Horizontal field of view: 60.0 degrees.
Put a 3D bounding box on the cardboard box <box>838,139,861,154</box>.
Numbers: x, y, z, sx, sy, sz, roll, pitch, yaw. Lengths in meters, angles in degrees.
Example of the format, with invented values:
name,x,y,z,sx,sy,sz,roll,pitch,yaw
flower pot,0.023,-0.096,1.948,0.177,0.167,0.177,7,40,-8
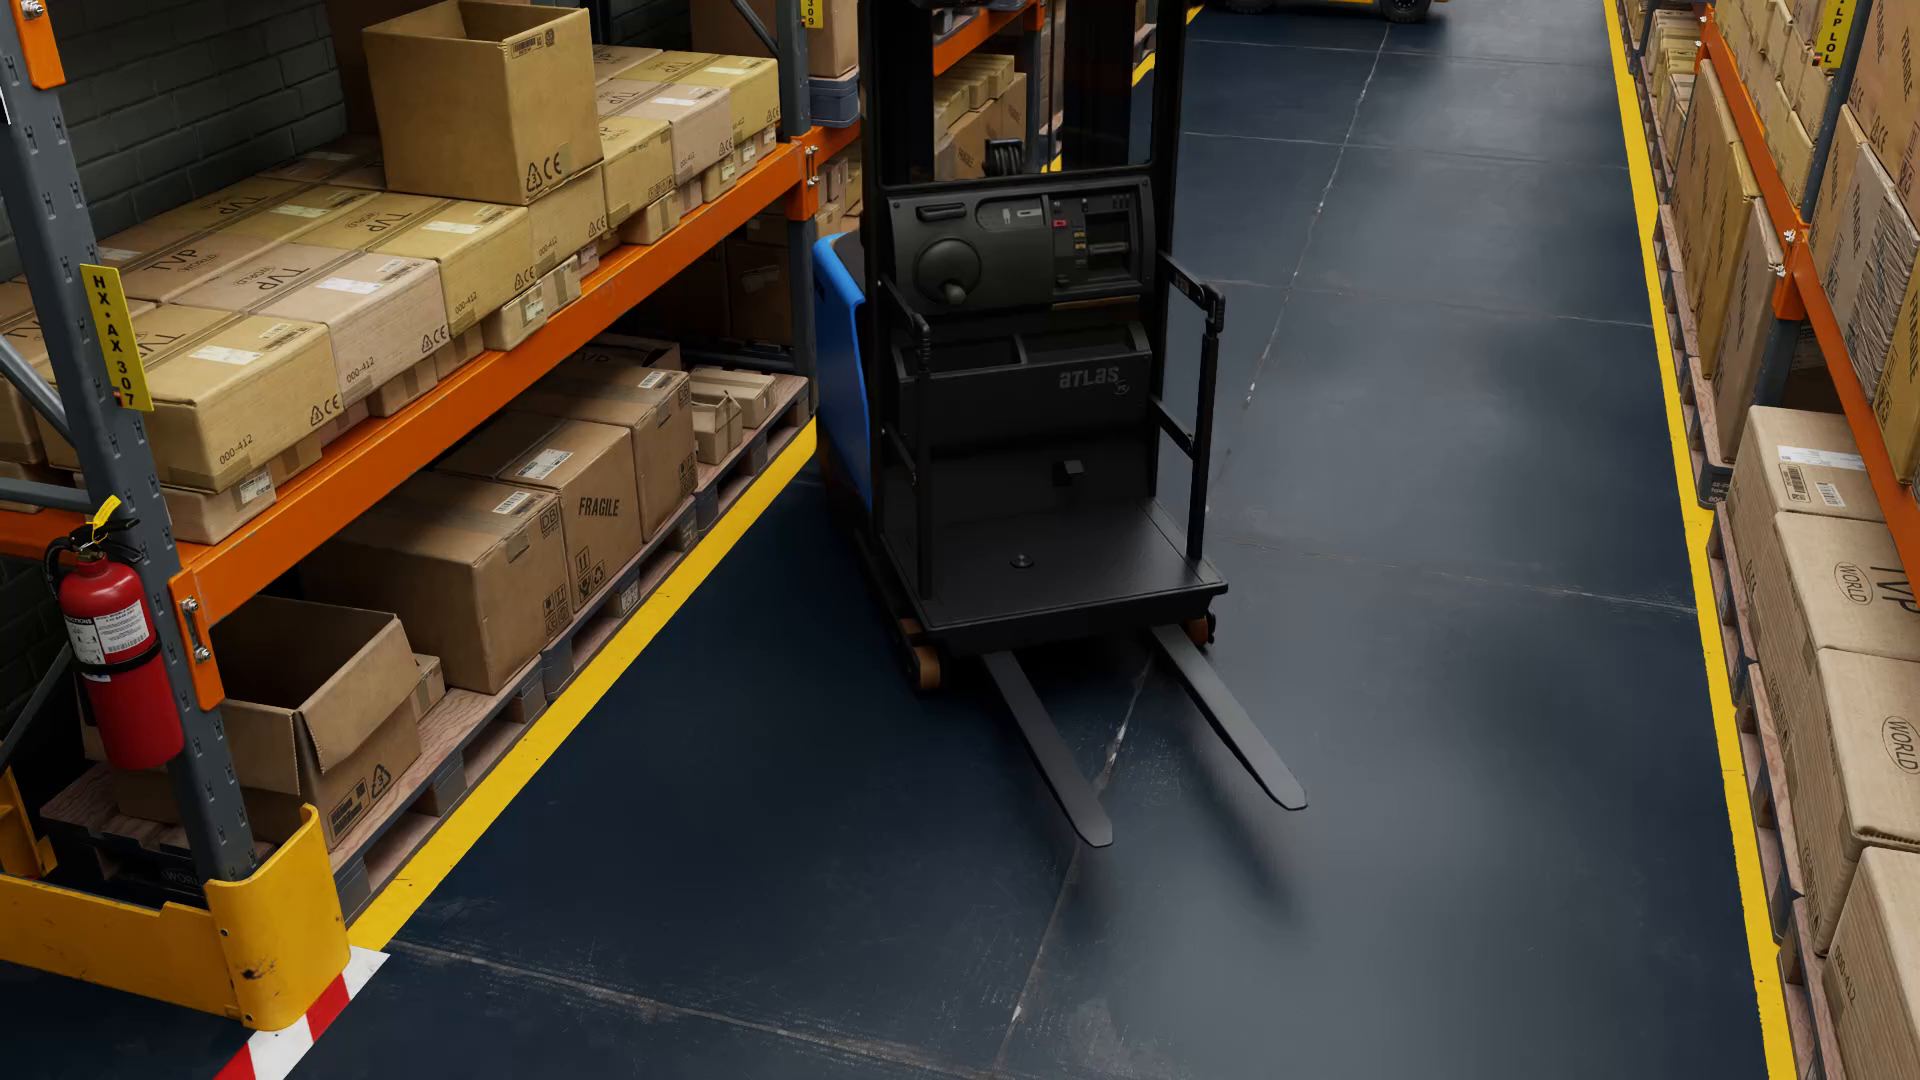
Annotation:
name,x,y,z,sx,sy,sz,roll,pitch,yaw
cardboard box,-0.535,-1.990,8.714,0.380,0.149,0.250,8,30,15

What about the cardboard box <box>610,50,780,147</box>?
name,x,y,z,sx,sy,sz,roll,pitch,yaw
cardboard box,-1.059,-1.779,6.711,0.500,0.250,0.500,9,30,16

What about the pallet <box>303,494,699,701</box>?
name,x,y,z,sx,sy,sz,roll,pitch,yaw
pallet,-1.702,0.120,6.317,1.003,0.211,1.213,8,30,15

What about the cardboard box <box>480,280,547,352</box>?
name,x,y,z,sx,sy,sz,roll,pitch,yaw
cardboard box,-1.533,-0.723,5.222,0.380,0.149,0.250,8,30,13

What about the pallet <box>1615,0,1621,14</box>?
name,x,y,z,sx,sy,sz,roll,pitch,yaw
pallet,6.831,-5.230,15.934,1.003,0.211,1.213,8,30,15

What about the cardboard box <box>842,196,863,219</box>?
name,x,y,z,sx,sy,sz,roll,pitch,yaw
cardboard box,-0.639,-1.519,8.534,0.500,0.500,0.500,8,30,14

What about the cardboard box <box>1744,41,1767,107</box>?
name,x,y,z,sx,sy,sz,roll,pitch,yaw
cardboard box,3.958,-2.167,7.715,0.500,0.250,0.500,8,30,15

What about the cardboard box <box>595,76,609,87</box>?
name,x,y,z,sx,sy,sz,roll,pitch,yaw
cardboard box,-1.687,-1.625,6.434,0.500,0.250,0.500,8,30,14

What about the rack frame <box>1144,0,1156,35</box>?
name,x,y,z,sx,sy,sz,roll,pitch,yaw
rack frame,1.205,-5.704,13.918,1.000,3.000,0.127,8,30,15

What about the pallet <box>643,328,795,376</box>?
name,x,y,z,sx,sy,sz,roll,pitch,yaw
pallet,-0.941,-1.151,8.602,1.003,0.211,1.213,8,30,15

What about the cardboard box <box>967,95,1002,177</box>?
name,x,y,z,sx,sy,sz,roll,pitch,yaw
cardboard box,-0.045,-2.478,10.258,0.500,0.500,0.500,8,30,14

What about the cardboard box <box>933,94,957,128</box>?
name,x,y,z,sx,sy,sz,roll,pitch,yaw
cardboard box,-0.235,-2.474,9.585,0.380,0.149,0.250,8,30,14

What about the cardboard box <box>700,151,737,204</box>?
name,x,y,z,sx,sy,sz,roll,pitch,yaw
cardboard box,-1.104,-1.444,6.518,0.380,0.149,0.250,9,30,16

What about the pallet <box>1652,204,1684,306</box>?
name,x,y,z,sx,sy,sz,roll,pitch,yaw
pallet,4.474,-1.564,9.345,1.003,0.211,1.213,8,30,15

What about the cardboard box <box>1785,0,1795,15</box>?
name,x,y,z,sx,sy,sz,roll,pitch,yaw
cardboard box,3.806,-2.478,6.987,0.500,0.500,0.500,9,30,16

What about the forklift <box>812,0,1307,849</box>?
name,x,y,z,sx,sy,sz,roll,pitch,yaw
forklift,0.281,-0.965,5.469,1.130,2.935,3.031,-8,30,-14

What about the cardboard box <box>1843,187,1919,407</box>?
name,x,y,z,sx,sy,sz,roll,pitch,yaw
cardboard box,2.911,-0.679,4.782,0.500,0.500,0.500,9,30,15

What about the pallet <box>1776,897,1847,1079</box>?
name,x,y,z,sx,sy,sz,roll,pitch,yaw
pallet,2.589,1.415,3.989,1.003,0.211,1.213,8,30,15

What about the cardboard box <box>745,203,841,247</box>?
name,x,y,z,sx,sy,sz,roll,pitch,yaw
cardboard box,-0.783,-1.489,7.814,0.380,0.149,0.250,10,31,17

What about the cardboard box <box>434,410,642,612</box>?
name,x,y,z,sx,sy,sz,roll,pitch,yaw
cardboard box,-1.508,-0.112,6.005,0.500,0.500,0.500,9,30,16

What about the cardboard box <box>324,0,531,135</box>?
name,x,y,z,sx,sy,sz,roll,pitch,yaw
cardboard box,-1.835,-1.724,5.841,0.500,0.500,0.500,8,30,13

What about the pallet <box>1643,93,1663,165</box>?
name,x,y,z,sx,sy,sz,roll,pitch,yaw
pallet,5.368,-2.848,11.652,1.003,0.211,1.213,8,30,15

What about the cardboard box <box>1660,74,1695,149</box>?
name,x,y,z,sx,sy,sz,roll,pitch,yaw
cardboard box,5.161,-2.779,10.931,0.950,0.372,0.625,8,30,14

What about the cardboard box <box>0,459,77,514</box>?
name,x,y,z,sx,sy,sz,roll,pitch,yaw
cardboard box,-2.477,-0.210,4.300,0.380,0.149,0.250,8,30,14

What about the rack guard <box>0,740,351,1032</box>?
name,x,y,z,sx,sy,sz,roll,pitch,yaw
rack guard,-2.295,0.930,4.564,1.175,0.500,0.348,8,30,15

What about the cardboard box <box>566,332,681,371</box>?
name,x,y,z,sx,sy,sz,roll,pitch,yaw
cardboard box,-1.563,-0.721,7.295,0.500,0.311,0.500,10,30,17

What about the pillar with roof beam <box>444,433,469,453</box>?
name,x,y,z,sx,sy,sz,roll,pitch,yaw
pillar with roof beam,1.906,-3.798,4.322,9.100,9.000,0.400,8,30,15

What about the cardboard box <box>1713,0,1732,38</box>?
name,x,y,z,sx,sy,sz,roll,pitch,yaw
cardboard box,4.393,-2.881,8.998,0.500,0.250,0.500,8,30,14

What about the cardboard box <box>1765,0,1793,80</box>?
name,x,y,z,sx,sy,sz,roll,pitch,yaw
cardboard box,3.786,-2.147,7.164,0.500,0.250,0.500,9,30,16

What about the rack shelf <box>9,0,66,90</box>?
name,x,y,z,sx,sy,sz,roll,pitch,yaw
rack shelf,-1.730,-2.053,5.010,1.077,0.370,4.000,8,30,15

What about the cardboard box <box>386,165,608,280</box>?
name,x,y,z,sx,sy,sz,roll,pitch,yaw
cardboard box,-1.503,-1.075,5.445,0.500,0.250,0.500,8,30,14

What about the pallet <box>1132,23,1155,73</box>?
name,x,y,z,sx,sy,sz,roll,pitch,yaw
pallet,1.026,-4.137,13.970,1.003,0.211,1.213,8,30,15

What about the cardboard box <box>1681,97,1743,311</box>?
name,x,y,z,sx,sy,sz,roll,pitch,yaw
cardboard box,4.229,-1.670,8.421,0.875,0.875,0.875,9,30,15

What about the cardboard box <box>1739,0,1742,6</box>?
name,x,y,z,sx,sy,sz,roll,pitch,yaw
cardboard box,4.240,-2.851,8.430,0.500,0.250,0.500,9,30,16

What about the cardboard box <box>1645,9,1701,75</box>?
name,x,y,z,sx,sy,sz,roll,pitch,yaw
cardboard box,5.800,-3.788,12.746,0.950,0.372,0.625,9,30,16

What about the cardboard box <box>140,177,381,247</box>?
name,x,y,z,sx,sy,sz,roll,pitch,yaw
cardboard box,-2.134,-0.912,5.152,0.500,0.250,0.500,9,30,16

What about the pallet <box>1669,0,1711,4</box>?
name,x,y,z,sx,sy,sz,roll,pitch,yaw
pallet,4.884,-3.401,9.975,1.213,0.211,1.003,8,30,15

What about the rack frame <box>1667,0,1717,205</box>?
name,x,y,z,sx,sy,sz,roll,pitch,yaw
rack frame,4.777,-3.138,9.306,1.000,3.000,0.127,8,30,15

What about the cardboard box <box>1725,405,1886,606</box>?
name,x,y,z,sx,sy,sz,roll,pitch,yaw
cardboard box,3.316,-0.067,5.988,0.875,0.438,0.875,8,30,14

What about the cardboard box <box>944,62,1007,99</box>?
name,x,y,z,sx,sy,sz,roll,pitch,yaw
cardboard box,0.078,-2.823,10.211,0.380,0.149,0.250,7,30,12

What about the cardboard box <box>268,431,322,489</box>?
name,x,y,z,sx,sy,sz,roll,pitch,yaw
cardboard box,-1.928,-0.256,4.383,0.380,0.149,0.250,9,30,16

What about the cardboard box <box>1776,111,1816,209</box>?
name,x,y,z,sx,sy,sz,roll,pitch,yaw
cardboard box,3.494,-1.458,6.440,0.500,0.250,0.500,8,30,14

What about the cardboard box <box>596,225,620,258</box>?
name,x,y,z,sx,sy,sz,roll,pitch,yaw
cardboard box,-1.438,-1.099,5.898,0.380,0.149,0.250,9,30,16

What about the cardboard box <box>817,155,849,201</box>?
name,x,y,z,sx,sy,sz,roll,pitch,yaw
cardboard box,-0.753,-1.747,7.971,0.380,0.149,0.250,7,30,12

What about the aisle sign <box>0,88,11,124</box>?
name,x,y,z,sx,sy,sz,roll,pitch,yaw
aisle sign,-2.057,-1.190,3.129,0.394,0.787,0.004,8,30,15

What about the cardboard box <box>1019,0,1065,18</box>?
name,x,y,z,sx,sy,sz,roll,pitch,yaw
cardboard box,0.411,-3.583,12.117,0.875,0.625,0.625,9,30,17

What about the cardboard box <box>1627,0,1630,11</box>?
name,x,y,z,sx,sy,sz,roll,pitch,yaw
cardboard box,6.168,-4.777,14.648,0.500,0.250,0.500,9,30,16

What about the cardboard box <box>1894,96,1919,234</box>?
name,x,y,z,sx,sy,sz,roll,pitch,yaw
cardboard box,2.916,-1.103,4.516,0.500,0.500,0.500,9,30,16
